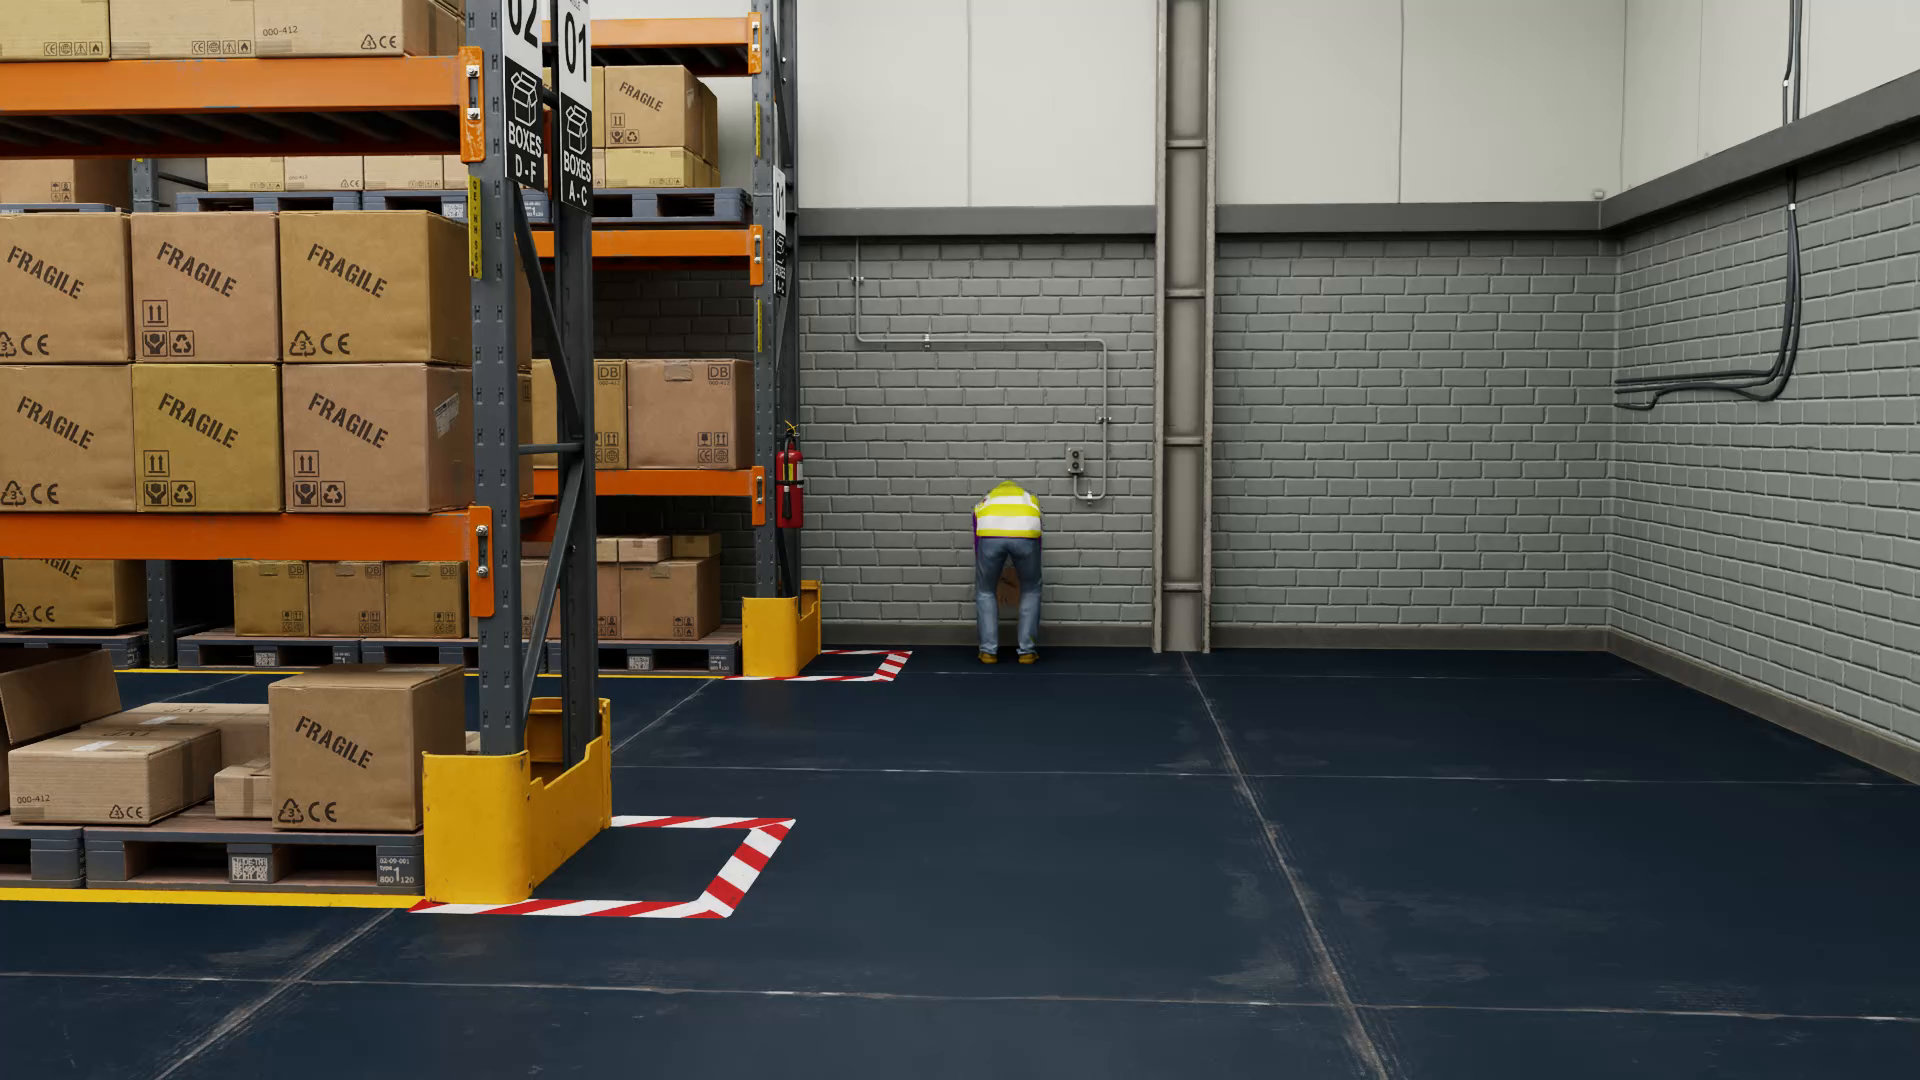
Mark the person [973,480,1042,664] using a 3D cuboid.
[{"bbox_3d":[0.321,0.203,11.355,0.475,1.193,0.967,0,4,2],"label":"person"}]
